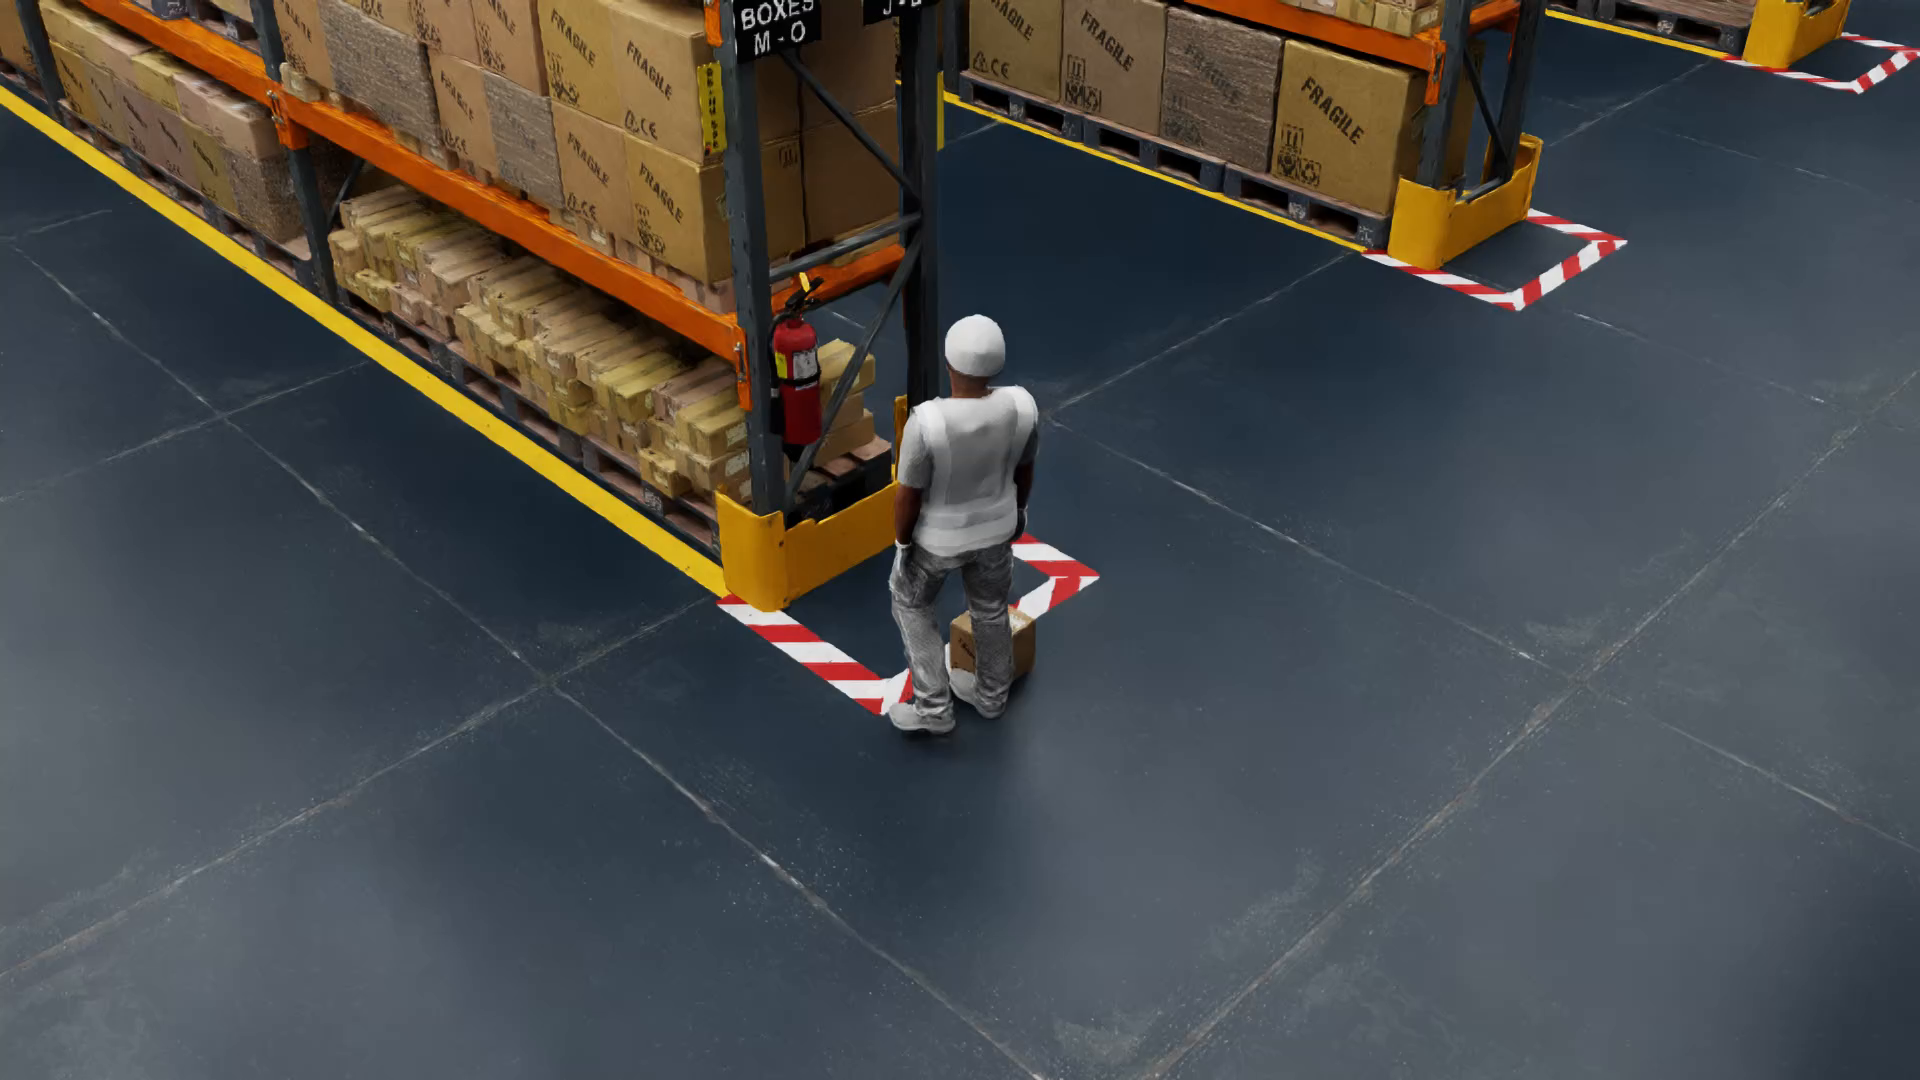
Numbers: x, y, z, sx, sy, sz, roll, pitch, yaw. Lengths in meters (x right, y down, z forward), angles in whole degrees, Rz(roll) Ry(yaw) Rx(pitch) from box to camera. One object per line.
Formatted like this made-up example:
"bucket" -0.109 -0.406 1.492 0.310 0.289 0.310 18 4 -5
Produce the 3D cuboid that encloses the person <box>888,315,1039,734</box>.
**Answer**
"person" 0.002 -0.042 6.158 0.585 1.786 0.400 -14 37 -19
